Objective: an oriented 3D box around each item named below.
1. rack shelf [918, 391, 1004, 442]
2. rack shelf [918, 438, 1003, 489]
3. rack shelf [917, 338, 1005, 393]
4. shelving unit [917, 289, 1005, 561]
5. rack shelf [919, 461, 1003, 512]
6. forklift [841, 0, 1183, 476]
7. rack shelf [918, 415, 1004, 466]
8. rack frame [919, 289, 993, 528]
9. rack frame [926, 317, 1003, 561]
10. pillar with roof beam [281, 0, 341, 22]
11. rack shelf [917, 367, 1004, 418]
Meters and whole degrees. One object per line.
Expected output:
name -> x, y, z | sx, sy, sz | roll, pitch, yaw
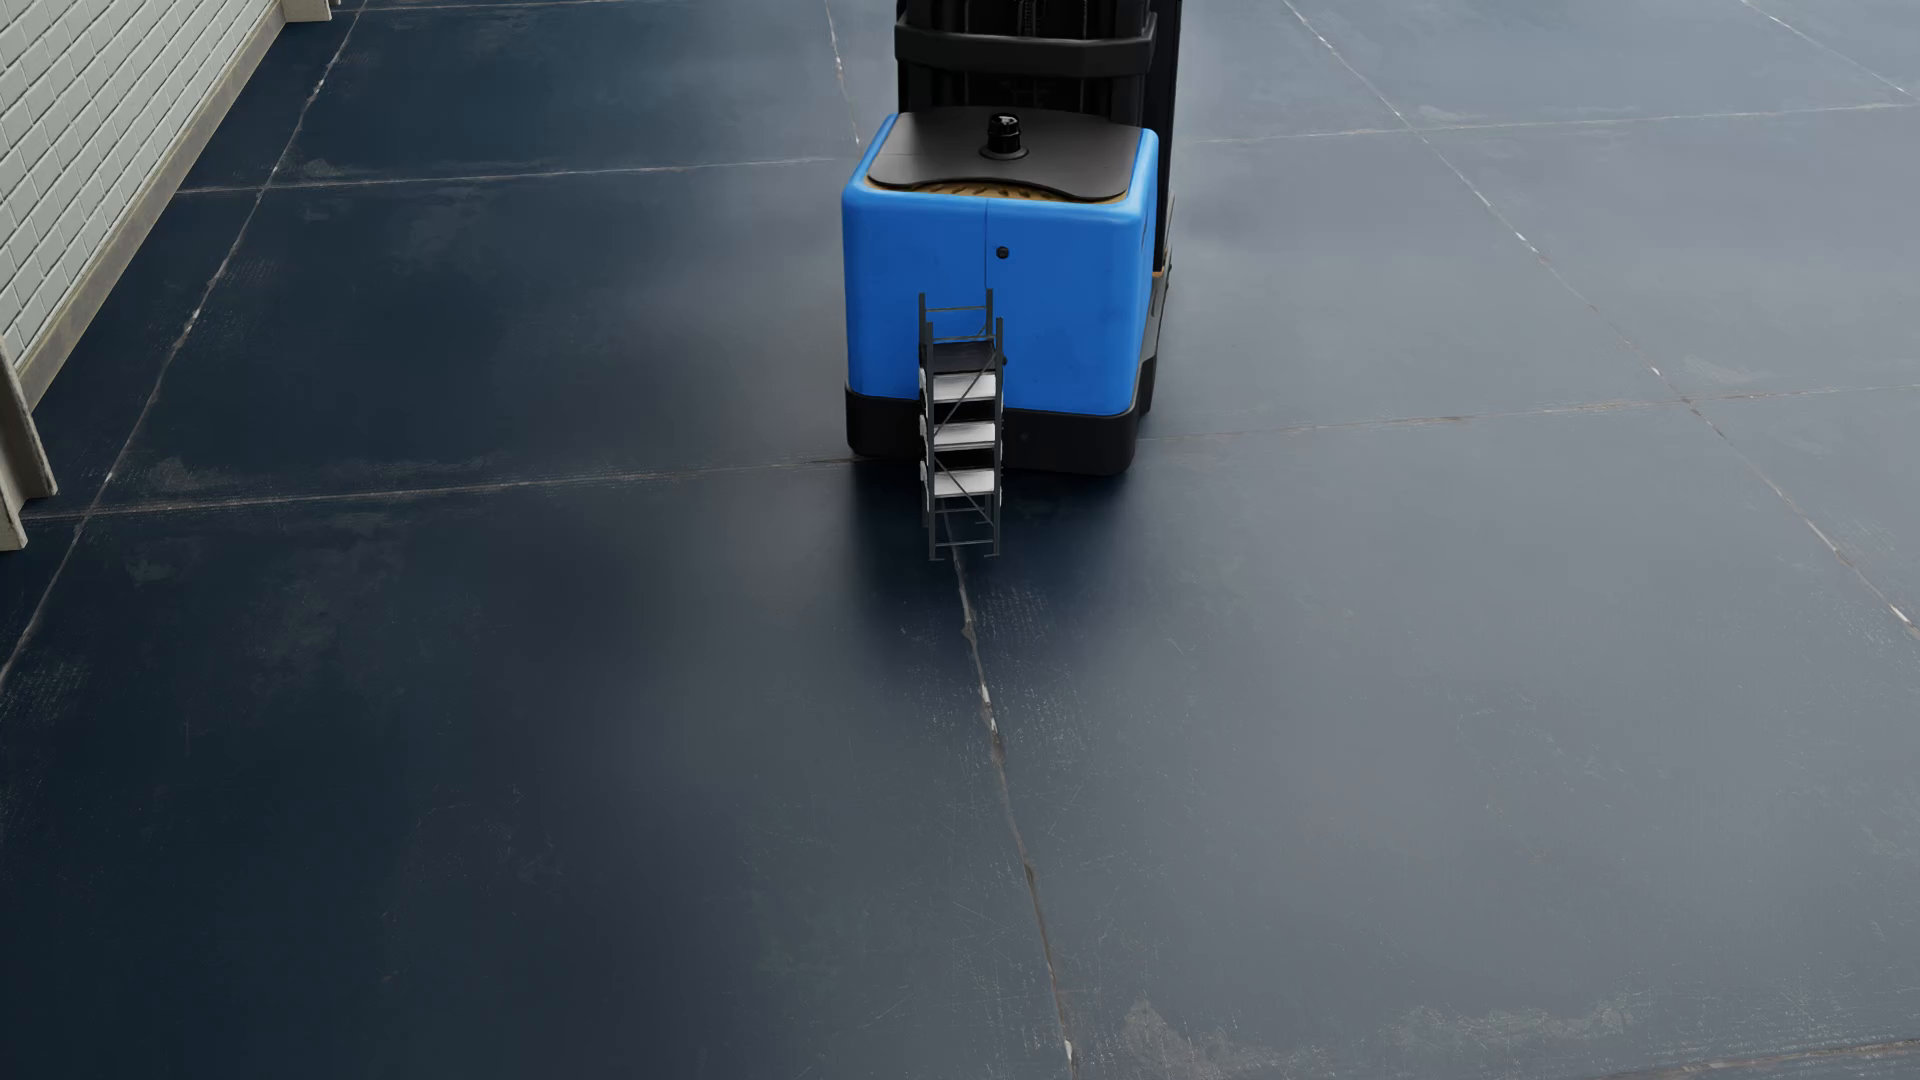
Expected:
rack shelf -> 0.001, -0.414, 5.458 | 0.258, 0.077, 0.200 | -4, 35, -6
rack shelf -> 0.001, -0.265, 5.559 | 0.258, 0.077, 0.200 | -4, 35, -6
rack shelf -> 0.001, -0.563, 5.357 | 0.258, 0.077, 0.200 | -4, 35, -6
shelving unit -> 0.001, -0.367, 5.490 | 0.258, 0.900, 0.210 | -4, 35, -6
rack shelf -> 0.001, -0.191, 5.610 | 0.258, 0.077, 0.200 | -4, 35, -6
forklift -> 0.341, -2.262, 6.467 | 1.130, 2.935, 3.031 | 6, 35, 8
rack shelf -> 0.001, -0.340, 5.509 | 0.258, 0.077, 0.200 | -4, 35, -6
rack frame -> -0.013, -0.424, 5.573 | 0.240, 0.900, 0.006 | -4, 35, -6
rack frame -> 0.015, -0.311, 5.407 | 0.240, 0.900, 0.006 | -4, 35, -6
pillar with roof beam -> 0.065, -7.461, 8.707 | 9.100, 9.000, 0.400 | -4, 35, -6
rack shelf -> 0.001, -0.489, 5.407 | 0.258, 0.077, 0.200 | -4, 35, -6
